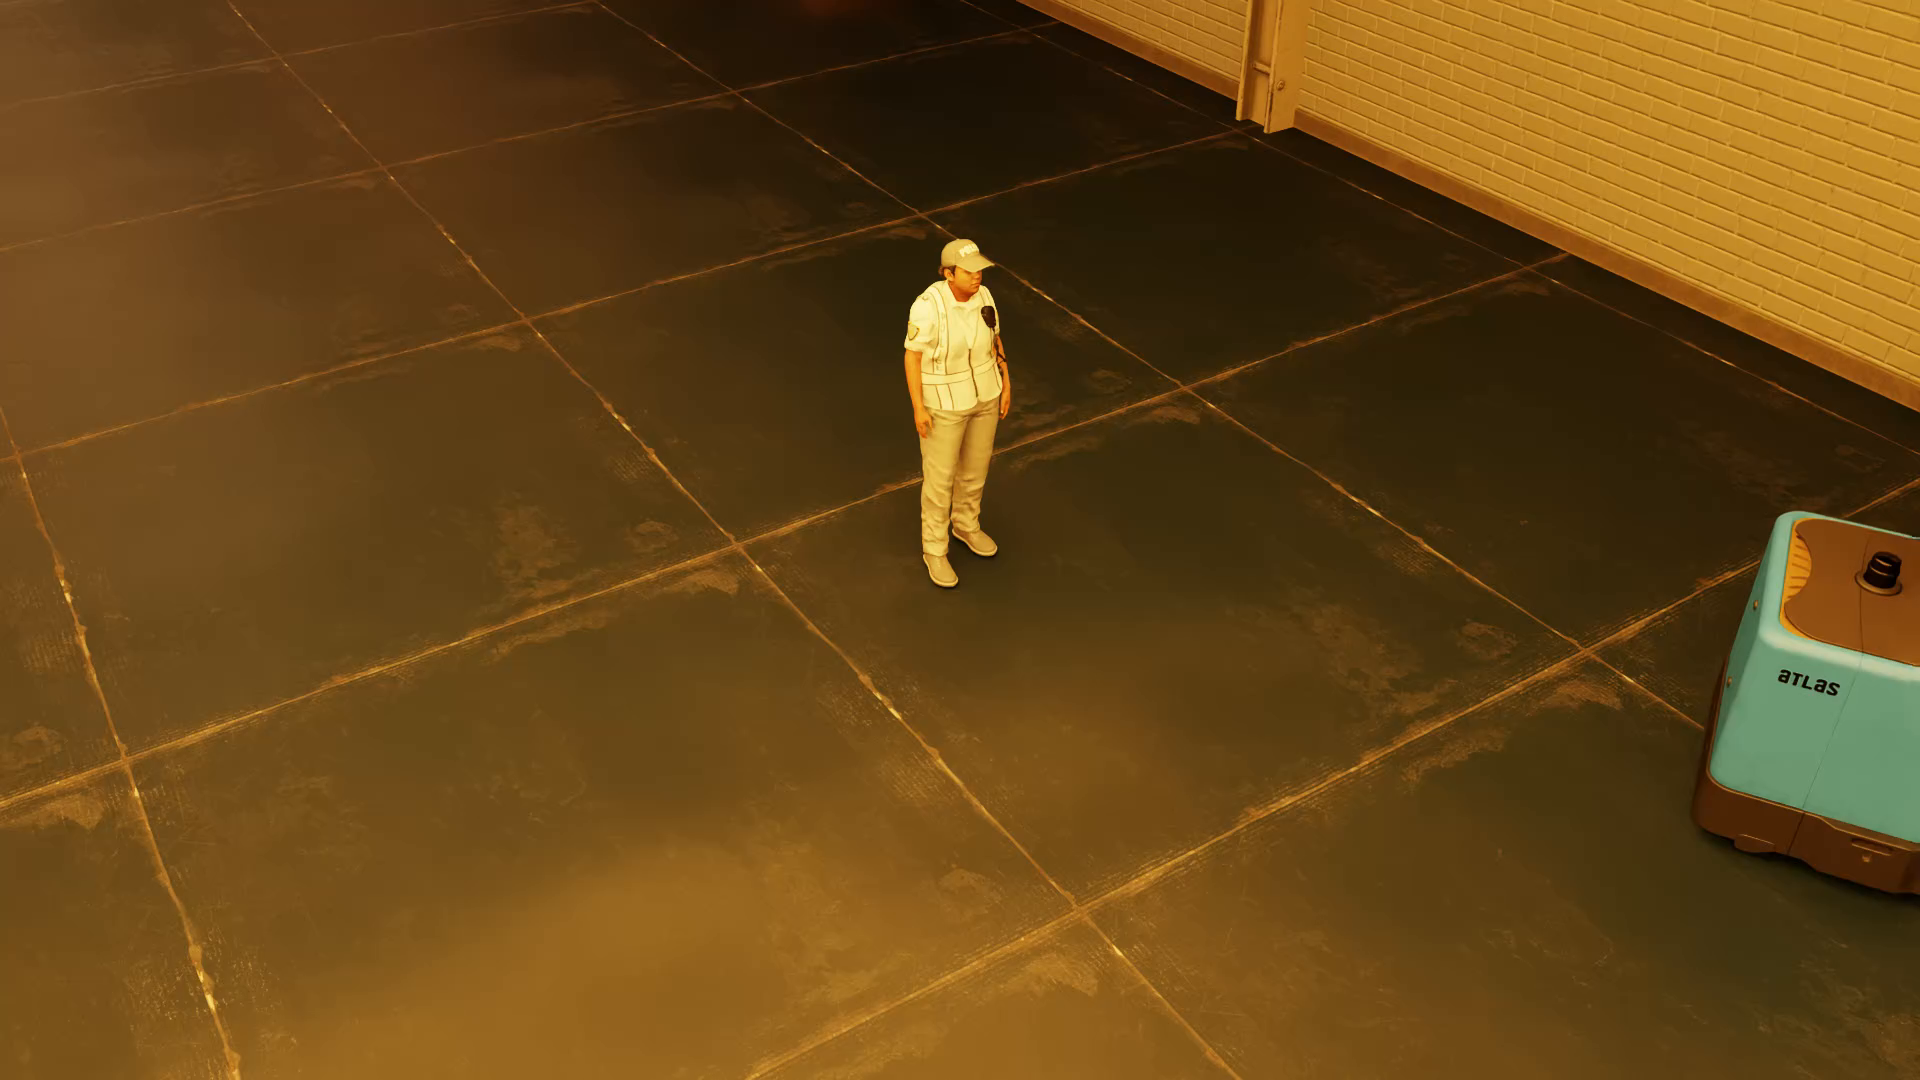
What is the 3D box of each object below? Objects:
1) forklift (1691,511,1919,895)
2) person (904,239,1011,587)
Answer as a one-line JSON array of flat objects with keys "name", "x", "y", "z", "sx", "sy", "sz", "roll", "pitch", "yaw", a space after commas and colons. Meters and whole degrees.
[{"name": "forklift", "x": 4.607, "y": 0.159, "z": 5.921, "sx": 3.031, "sy": 2.935, "sz": 1.130, "roll": 16, "pitch": 38, "yaw": 21}, {"name": "person", "x": 0.022, "y": -0.643, "z": 8.151, "sx": 0.598, "sy": 1.670, "sz": 0.529, "roll": -21, "pitch": 40, "yaw": -27}]
